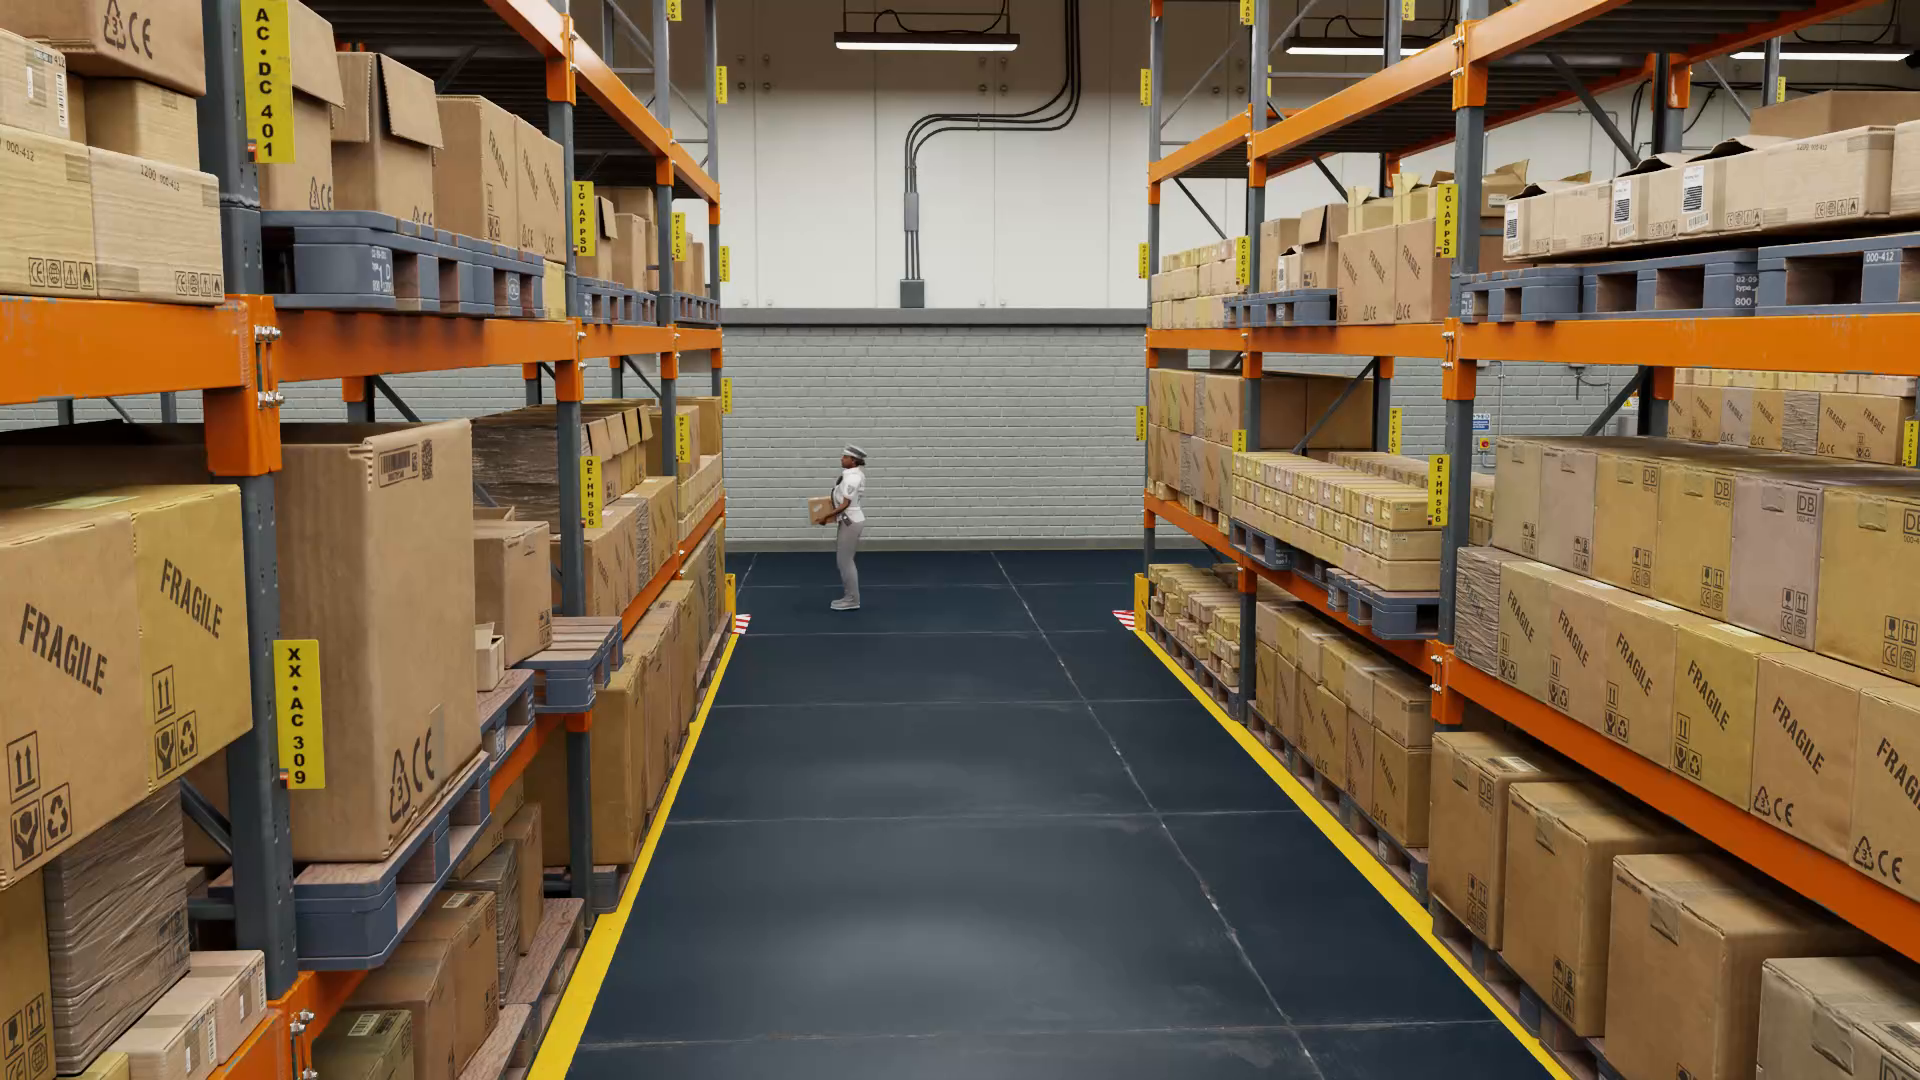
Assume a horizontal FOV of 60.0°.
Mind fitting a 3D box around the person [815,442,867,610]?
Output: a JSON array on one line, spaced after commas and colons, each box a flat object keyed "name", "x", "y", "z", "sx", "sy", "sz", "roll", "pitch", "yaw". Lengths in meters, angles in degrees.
[{"name": "person", "x": -1.203, "y": -0.147, "z": 16.843, "sx": 0.540, "sy": 1.688, "sz": 0.449, "roll": 0, "pitch": 7, "yaw": -3}]
